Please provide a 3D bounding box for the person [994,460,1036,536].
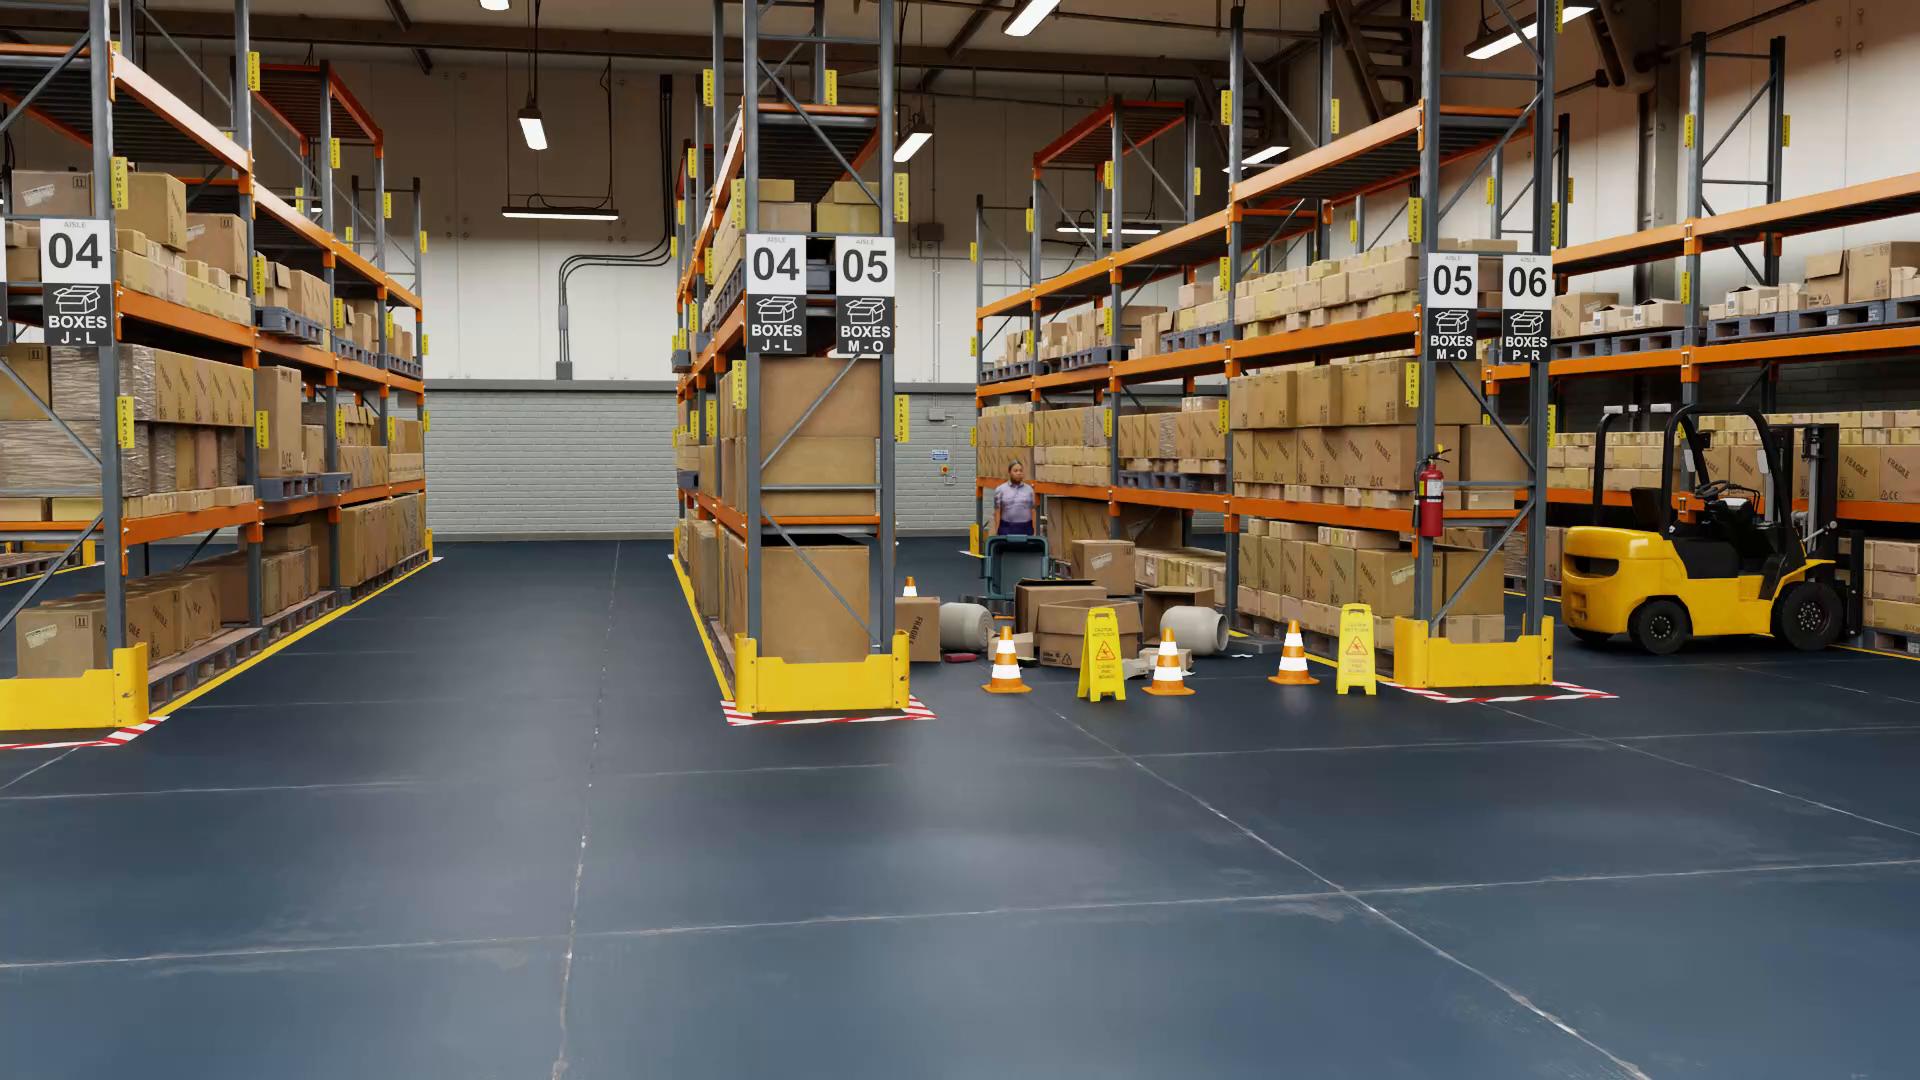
[{"bbox_3d":[0.610,-0.023,18.066,0.475,1.684,0.372,-1,3,-14],"label":"person"}]
